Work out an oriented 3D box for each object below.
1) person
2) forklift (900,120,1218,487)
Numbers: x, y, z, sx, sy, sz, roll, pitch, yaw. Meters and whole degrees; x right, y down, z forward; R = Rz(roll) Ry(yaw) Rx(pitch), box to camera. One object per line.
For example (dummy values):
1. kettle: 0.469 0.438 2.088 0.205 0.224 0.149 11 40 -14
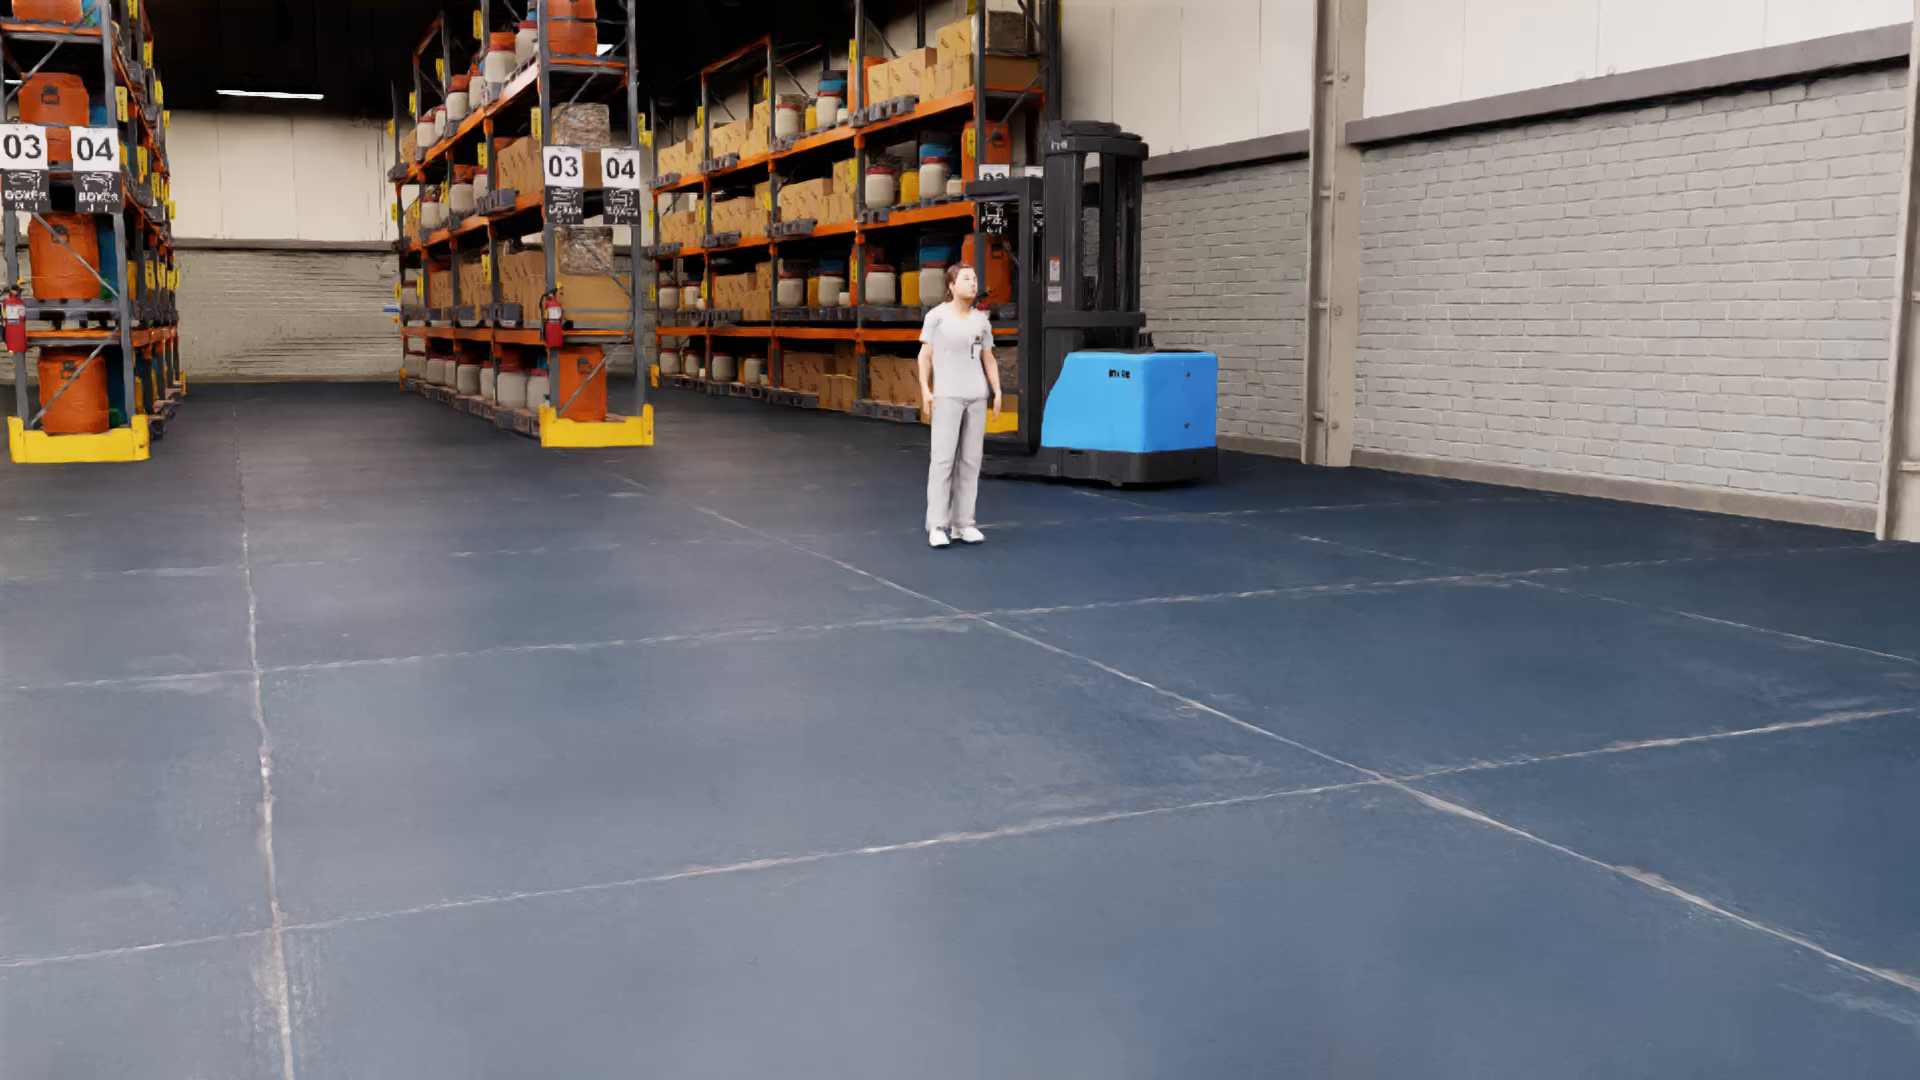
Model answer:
1. person: 0.020 -0.820 9.965 0.550 1.660 0.532 -3 8 -23
2. forklift: 0.733 -2.013 14.213 1.130 2.935 3.031 -7 10 -43
